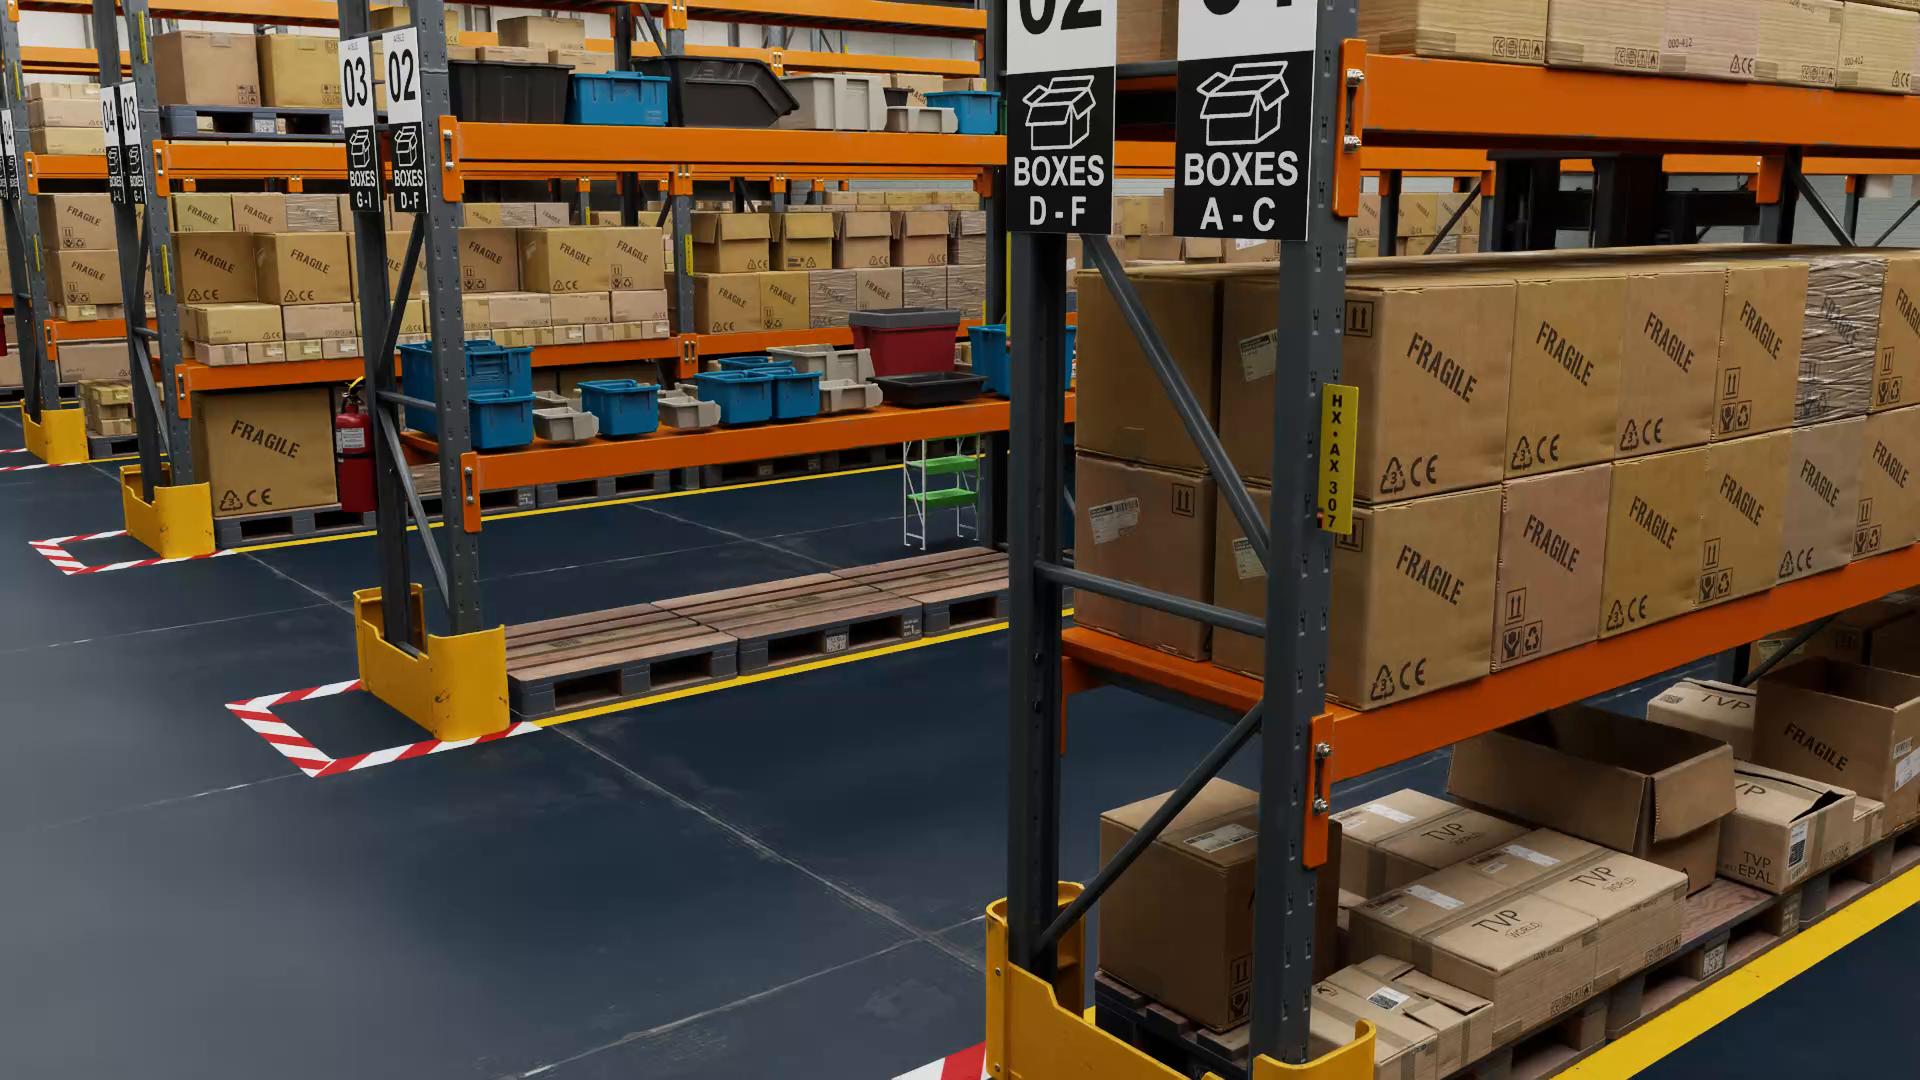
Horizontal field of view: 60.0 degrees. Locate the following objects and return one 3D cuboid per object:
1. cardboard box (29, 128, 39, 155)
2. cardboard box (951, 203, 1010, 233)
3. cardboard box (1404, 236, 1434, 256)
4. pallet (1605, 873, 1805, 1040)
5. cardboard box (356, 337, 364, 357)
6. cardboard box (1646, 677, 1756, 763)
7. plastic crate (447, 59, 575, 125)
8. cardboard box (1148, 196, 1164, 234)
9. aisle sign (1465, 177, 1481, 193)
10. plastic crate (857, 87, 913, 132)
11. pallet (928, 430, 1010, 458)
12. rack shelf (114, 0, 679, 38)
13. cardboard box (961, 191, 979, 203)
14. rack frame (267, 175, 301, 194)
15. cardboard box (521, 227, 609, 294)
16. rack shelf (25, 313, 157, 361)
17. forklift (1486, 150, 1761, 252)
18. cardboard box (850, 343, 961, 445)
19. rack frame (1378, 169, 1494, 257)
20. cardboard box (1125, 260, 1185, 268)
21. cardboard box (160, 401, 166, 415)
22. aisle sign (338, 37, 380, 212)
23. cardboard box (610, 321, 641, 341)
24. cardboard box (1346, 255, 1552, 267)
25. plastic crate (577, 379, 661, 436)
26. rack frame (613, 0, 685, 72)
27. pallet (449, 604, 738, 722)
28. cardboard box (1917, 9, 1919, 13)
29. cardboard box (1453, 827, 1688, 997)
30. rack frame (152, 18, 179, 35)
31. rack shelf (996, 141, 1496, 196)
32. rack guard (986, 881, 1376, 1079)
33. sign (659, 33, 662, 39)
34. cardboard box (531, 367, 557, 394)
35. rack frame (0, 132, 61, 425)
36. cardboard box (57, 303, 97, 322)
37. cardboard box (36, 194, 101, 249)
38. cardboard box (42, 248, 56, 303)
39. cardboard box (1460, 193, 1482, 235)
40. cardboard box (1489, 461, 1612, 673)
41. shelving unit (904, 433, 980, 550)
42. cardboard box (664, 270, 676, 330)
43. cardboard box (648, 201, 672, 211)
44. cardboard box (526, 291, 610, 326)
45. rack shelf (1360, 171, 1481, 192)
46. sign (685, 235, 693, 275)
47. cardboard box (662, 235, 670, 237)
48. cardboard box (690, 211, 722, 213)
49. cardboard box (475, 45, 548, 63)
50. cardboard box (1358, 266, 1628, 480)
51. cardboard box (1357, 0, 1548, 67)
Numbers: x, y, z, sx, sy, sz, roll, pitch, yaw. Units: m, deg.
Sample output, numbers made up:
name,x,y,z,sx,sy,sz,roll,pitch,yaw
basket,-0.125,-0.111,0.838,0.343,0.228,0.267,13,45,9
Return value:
name,x,y,z,sx,sy,sz,roll,pitch,yaw
cardboard box,-8.526,-3.763,15.769,0.500,0.250,0.500,-10,15,-39
cardboard box,0.270,-4.297,22.496,0.500,0.500,0.700,-10,15,-39
cardboard box,5.220,-3.448,20.190,0.500,0.500,0.875,-9,15,-38
pallet,2.122,1.251,5.731,1.213,0.211,1.003,-9,15,-38
cardboard box,-4.412,-1.453,12.355,0.250,0.149,0.380,-10,15,-39
cardboard box,3.149,0.758,6.753,0.500,0.311,0.500,-9,15,-38
plastic crate,-2.128,-2.055,7.676,0.590,0.269,0.497,-9,15,-38
cardboard box,2.569,-4.766,24.393,0.550,0.550,0.875,-9,15,-38
aisle sign,6.658,-4.854,21.509,0.004,0.787,0.394,-9,15,-38
plastic crate,-0.620,-2.452,9.548,0.590,0.269,0.497,-9,15,-38
pallet,-0.113,-1.034,16.489,1.213,0.211,1.003,-9,15,-38
rack shelf,-4.135,-4.096,12.450,4.000,0.370,1.077,-9,15,-38
cardboard box,-0.056,-5.651,28.154,0.500,0.500,0.700,-9,15,-37
rack frame,-8.764,-3.576,21.749,0.127,3.000,1.000,-9,15,-38
cardboard box,-3.159,-2.240,13.298,0.500,0.500,0.500,-9,15,-37
rack shelf,-7.155,-2.175,16.882,4.000,0.370,1.077,-9,15,-38
forklift,3.797,-0.930,9.453,3.031,2.935,1.130,-6,13,-26
cardboard box,-0.703,-1.453,15.856,0.875,0.875,1.225,-9,15,-37
rack frame,3.644,-1.685,12.840,0.127,3.000,1.000,-9,15,-38
cardboard box,2.002,-2.800,17.444,0.500,0.250,0.500,-10,16,-39
cardboard box,-7.762,-1.323,16.272,0.250,0.149,0.380,-9,15,-37
aisle sign,-2.842,-1.956,7.862,0.004,0.787,0.394,-9,15,-38
cardboard box,-2.808,-1.720,13.611,0.250,0.149,0.380,-9,15,-37
cardboard box,1.460,-0.617,5.164,0.500,0.500,0.500,-9,15,-36
plastic crate,-1.690,-0.658,8.265,0.300,0.233,0.416,-9,15,-38
rack frame,-2.573,-4.903,13.556,0.127,3.000,1.000,-9,15,-38
pallet,-1.934,0.617,8.716,1.213,0.211,1.003,-9,15,-38
cardboard box,3.010,-1.829,5.455,0.500,0.250,0.500,-9,15,-38
cardboard box,1.872,1.133,5.133,0.500,0.250,0.500,-9,15,-38
rack frame,-11.868,-7.315,24.915,0.127,3.000,1.000,-9,15,-38
rack shelf,2.083,-2.540,11.381,4.000,0.370,1.077,-9,15,-38
rack guard,0.548,1.370,4.472,0.348,0.500,1.175,-9,15,-38
sign,-5.273,-8.763,29.291,0.005,0.325,0.100,-9,15,-38
cardboard box,-3.841,-0.946,13.464,0.875,0.875,0.875,-9,15,-38
rack frame,-8.716,-2.267,15.585,0.127,3.000,1.000,-9,15,-38
cardboard box,-8.259,-2.133,15.559,0.250,0.149,0.380,-10,15,-38
cardboard box,-8.514,-3.051,15.910,0.500,0.500,0.500,-10,15,-39
cardboard box,-8.526,-2.562,16.015,0.500,0.500,0.500,-9,15,-37
cardboard box,6.135,-4.032,20.532,0.500,0.500,0.500,-9,15,-38
cardboard box,1.400,0.026,4.545,0.500,0.500,0.500,-10,15,-38
shelving unit,-0.129,-0.565,11.903,0.503,1.200,0.258,-9,15,-38
cardboard box,-2.379,-2.123,14.663,0.500,0.500,0.500,-9,15,-37
cardboard box,-4.539,-5.070,25.256,0.250,0.149,0.380,-10,16,-40
cardboard box,-3.157,-1.874,13.376,0.500,0.250,0.500,-9,15,-36
rack shelf,5.235,-4.382,20.053,4.000,0.370,1.077,-9,15,-38
sign,-2.225,-2.341,13.658,0.005,0.325,0.100,-9,15,-38
cardboard box,-3.561,-3.550,19.786,0.250,0.149,0.380,-10,16,-40
cardboard box,-3.936,-4.718,25.160,0.500,0.500,0.500,-10,16,-40
cardboard box,-3.570,-3.559,12.954,0.500,0.500,0.700,-8,15,-35
cardboard box,1.404,-0.464,4.447,0.500,0.500,0.500,-9,15,-37
cardboard box,1.049,-1.262,3.990,0.500,0.250,0.500,-9,15,-38
